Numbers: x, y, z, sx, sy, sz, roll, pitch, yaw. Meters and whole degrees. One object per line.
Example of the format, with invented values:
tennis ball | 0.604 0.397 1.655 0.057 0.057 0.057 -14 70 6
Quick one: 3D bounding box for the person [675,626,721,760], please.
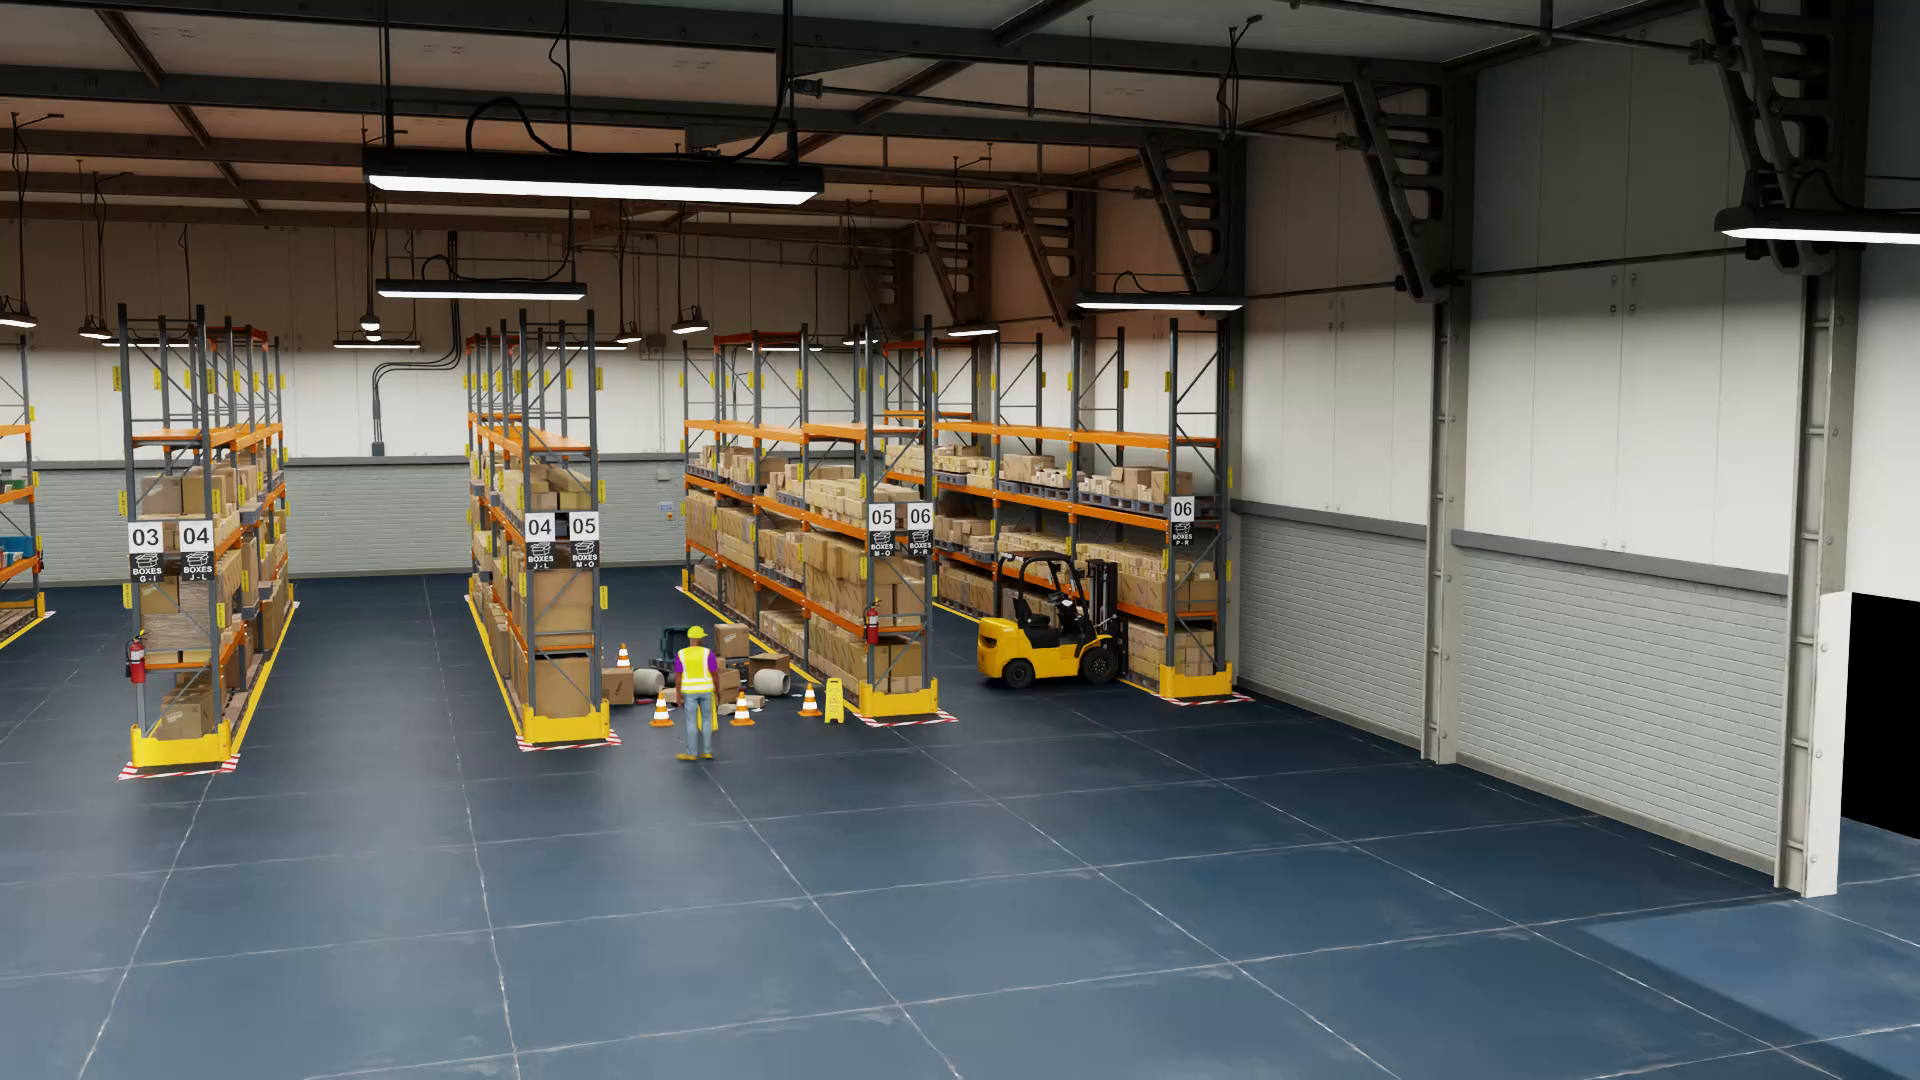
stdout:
person | -3.474 2.035 22.072 0.602 1.796 0.364 -1 5 -7
